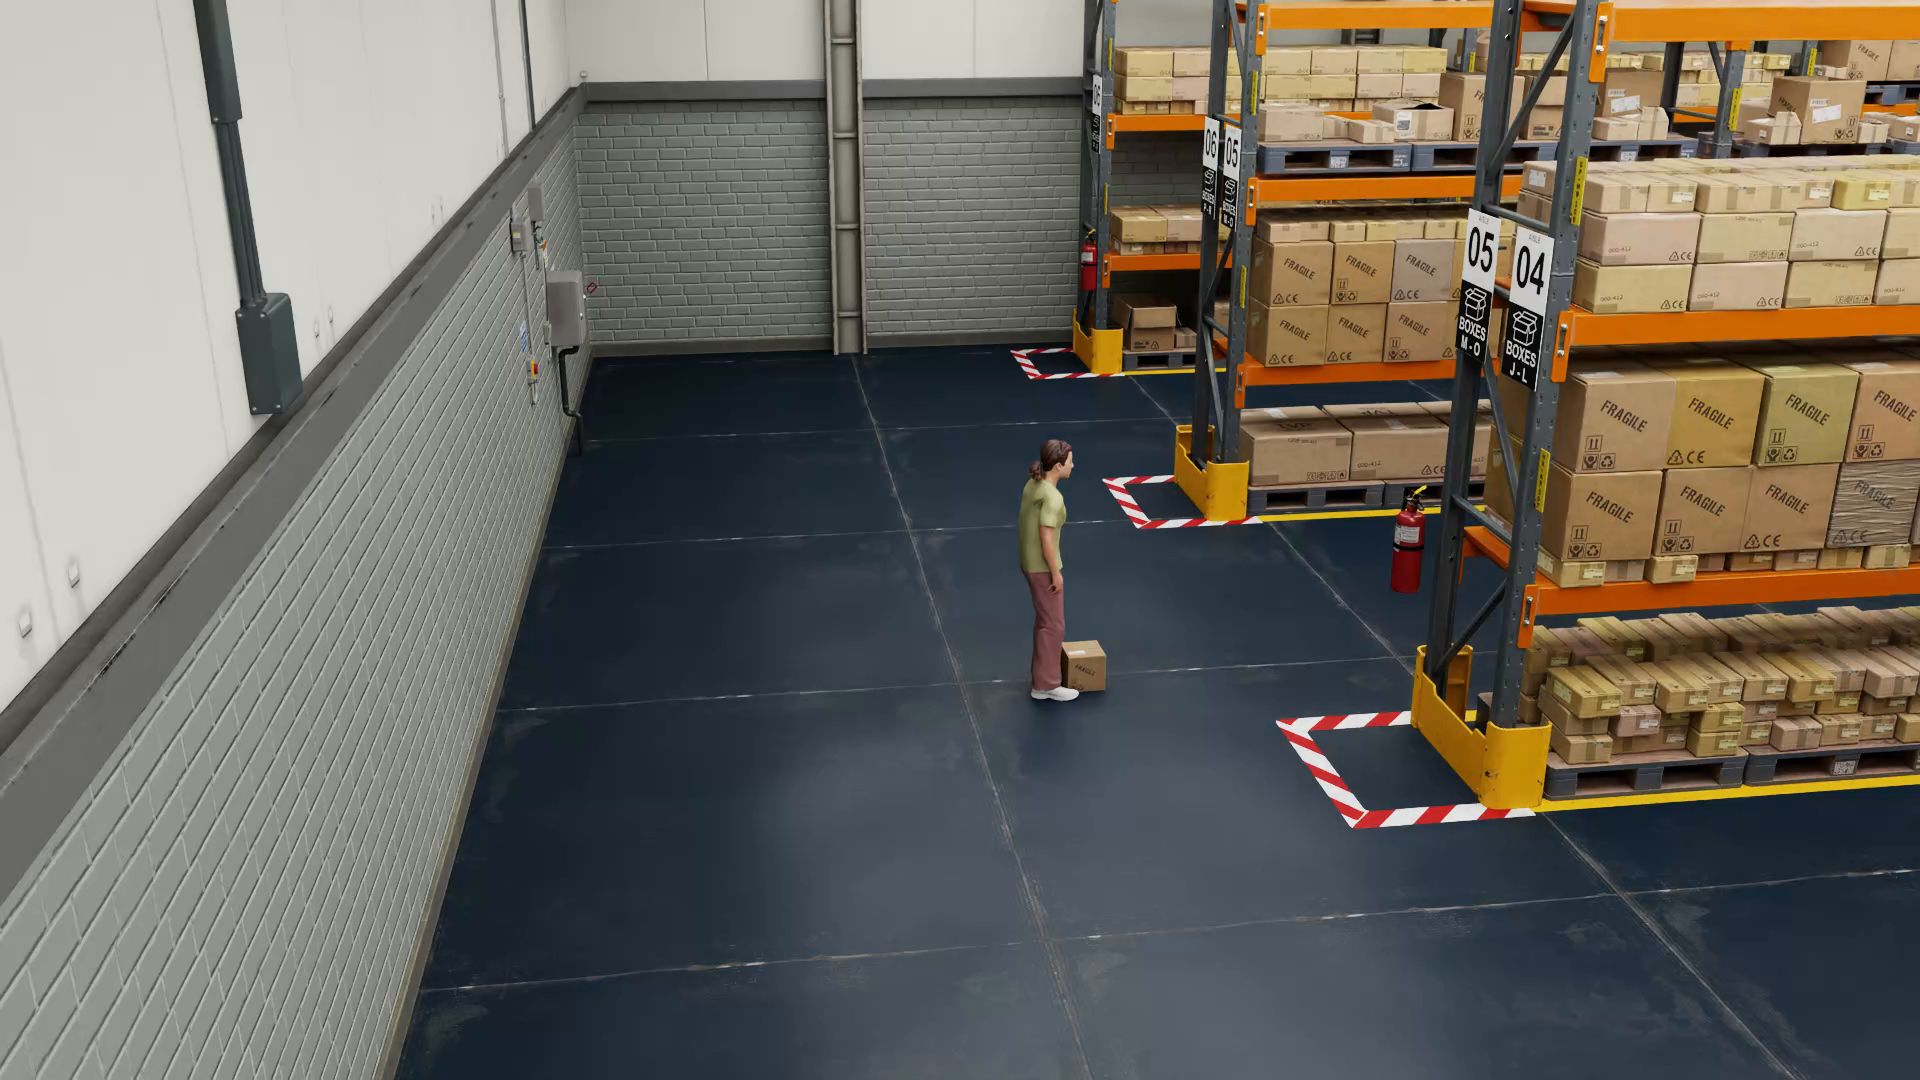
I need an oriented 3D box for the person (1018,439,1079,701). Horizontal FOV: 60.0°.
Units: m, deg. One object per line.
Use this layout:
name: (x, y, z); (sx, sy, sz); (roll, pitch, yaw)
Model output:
person: (0.582, 0.171, 10.610); (0.416, 1.671, 0.520); (-4, 20, -11)
